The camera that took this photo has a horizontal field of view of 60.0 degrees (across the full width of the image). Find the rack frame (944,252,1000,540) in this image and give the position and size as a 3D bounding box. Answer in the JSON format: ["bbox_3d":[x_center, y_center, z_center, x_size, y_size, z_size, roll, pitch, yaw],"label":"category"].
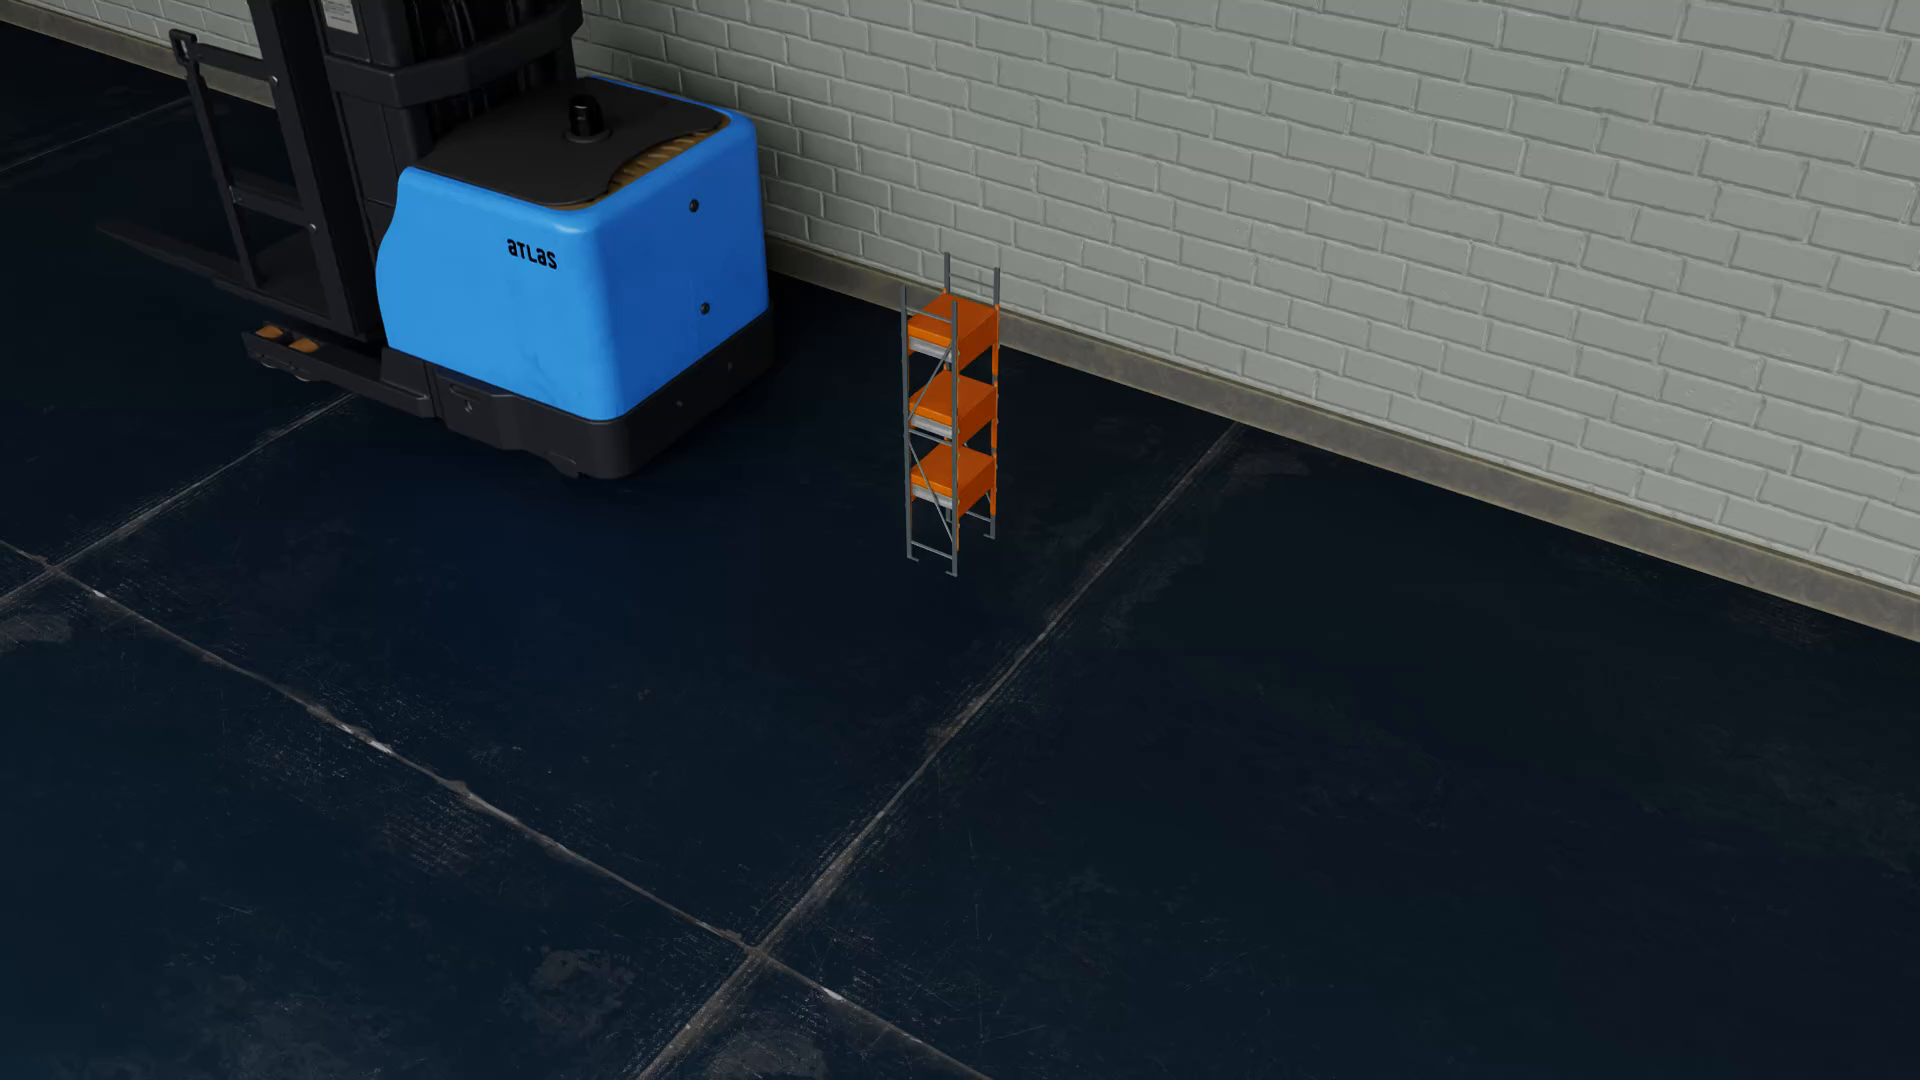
[{"bbox_3d":[0.037,-0.451,5.475,0.200,1.050,0.008,21,42,25],"label":"rack frame"}]

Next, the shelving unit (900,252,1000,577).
[{"bbox_3d":[-0.029,-0.388,5.394,0.215,1.050,0.252,21,42,25],"label":"shelving unit"}]

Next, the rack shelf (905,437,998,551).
[{"bbox_3d":[-0.029,-0.160,5.570,0.215,0.259,0.240,21,42,25],"label":"rack shelf"}]

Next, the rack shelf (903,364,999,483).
[{"bbox_3d":[-0.029,-0.380,5.400,0.215,0.259,0.240,21,42,25],"label":"rack shelf"}]

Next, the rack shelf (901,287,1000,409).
[{"bbox_3d":[-0.029,-0.605,5.227,0.215,0.259,0.240,21,42,25],"label":"rack shelf"}]

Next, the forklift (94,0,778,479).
[{"bbox_3d":[-2.249,-2.042,5.998,3.031,2.935,1.130,20,42,24],"label":"forklift"}]

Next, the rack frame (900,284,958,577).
[{"bbox_3d":[-0.094,-0.325,5.312,0.200,1.050,0.008,21,42,25],"label":"rack frame"}]
